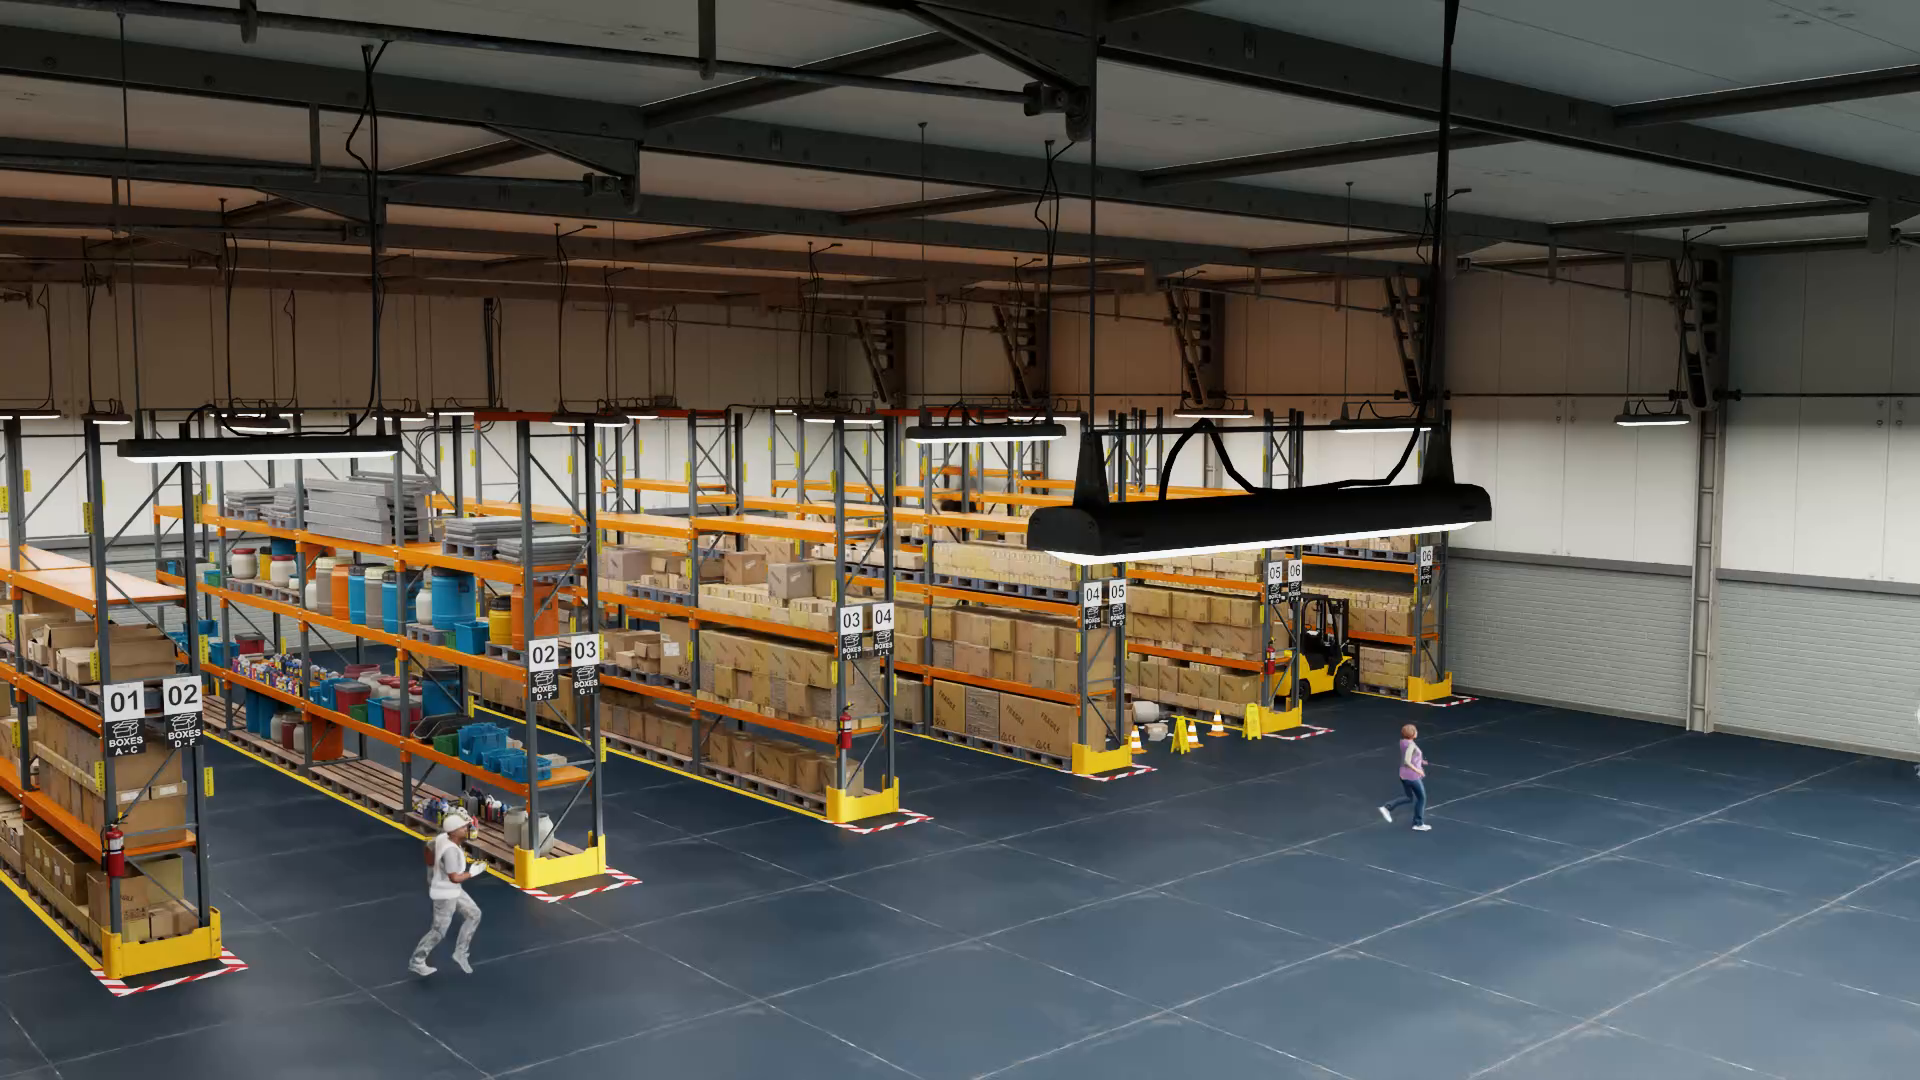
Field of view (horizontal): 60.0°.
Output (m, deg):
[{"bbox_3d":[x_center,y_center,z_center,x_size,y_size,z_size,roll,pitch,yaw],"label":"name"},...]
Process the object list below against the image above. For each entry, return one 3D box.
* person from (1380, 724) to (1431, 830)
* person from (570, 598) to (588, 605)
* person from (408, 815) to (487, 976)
[{"bbox_3d":[6.482,3.436,24.069,0.734,1.561,0.546,0,5,-5],"label":"person"},{"bbox_3d":[-9.355,1.946,40.669,0.698,1.634,0.958,4,6,39],"label":"person"},{"bbox_3d":[-5.562,3.864,18.027,0.843,1.793,0.714,-1,5,-16],"label":"person"}]
